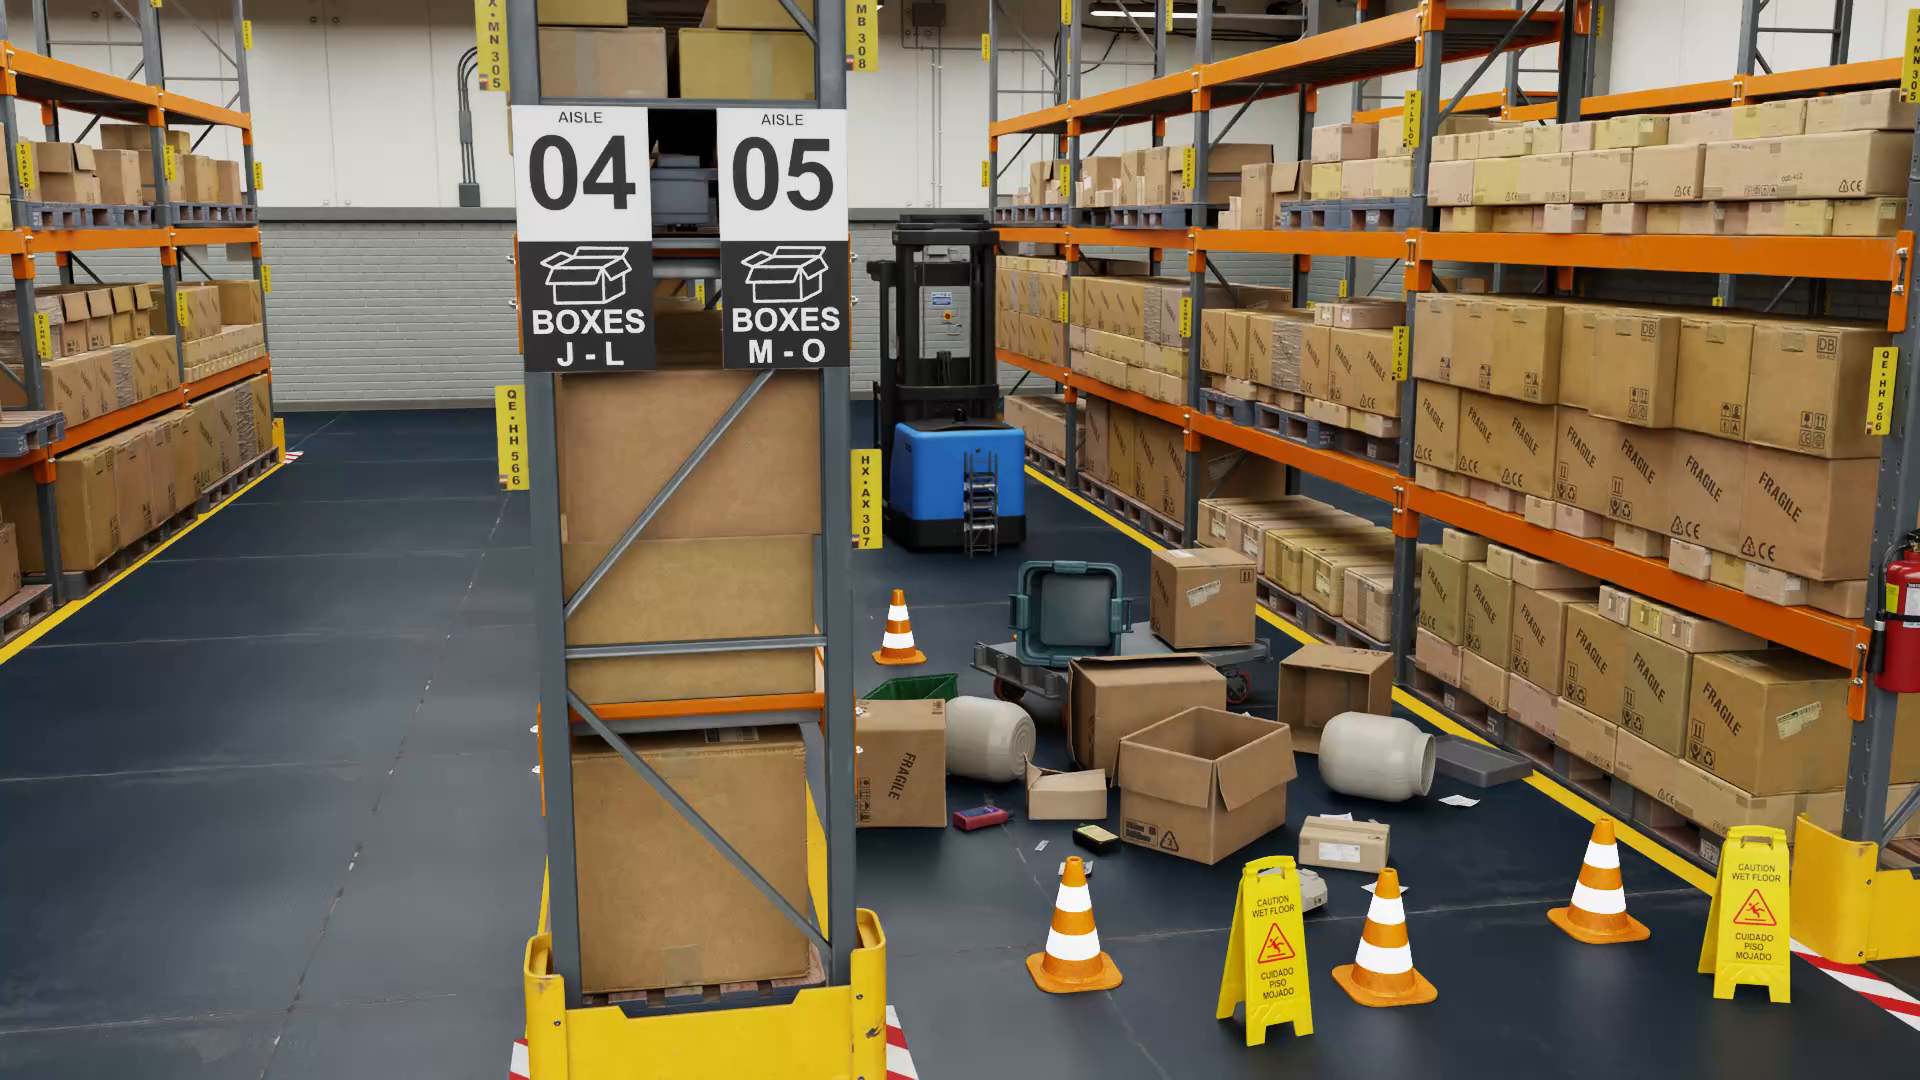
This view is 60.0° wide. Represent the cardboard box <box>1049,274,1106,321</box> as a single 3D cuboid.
[{"bbox_3d":[1.290,-2.665,18.289,0.500,0.500,0.500,-2,11,-11],"label":"cardboard box"}]

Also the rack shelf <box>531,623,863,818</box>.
[{"bbox_3d":[-1.238,0.338,7.378,1.077,0.370,4.000,-2,11,-11],"label":"rack shelf"}]

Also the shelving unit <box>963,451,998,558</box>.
[{"bbox_3d":[0.180,-0.310,14.473,0.258,0.900,0.210,-3,11,-14],"label":"shelving unit"}]

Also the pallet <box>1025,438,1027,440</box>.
[{"bbox_3d":[1.107,-1.268,21.350,1.003,0.211,1.213,-2,11,-11],"label":"pallet"}]

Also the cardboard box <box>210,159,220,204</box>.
[{"bbox_3d":[-8.701,-3.999,18.557,0.700,0.500,0.500,-3,11,-13],"label":"cardboard box"}]

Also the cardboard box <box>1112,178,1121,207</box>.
[{"bbox_3d":[1.665,-3.314,15.856,0.396,0.266,0.258,-1,11,-6],"label":"cardboard box"}]

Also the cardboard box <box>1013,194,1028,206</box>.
[{"bbox_3d":[0.861,-4.180,20.447,0.380,0.149,0.250,-2,11,-9],"label":"cardboard box"}]

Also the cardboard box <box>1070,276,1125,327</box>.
[{"bbox_3d":[1.456,-2.498,17.409,0.500,0.500,0.500,-2,11,-10],"label":"cardboard box"}]

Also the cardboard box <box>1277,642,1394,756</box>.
[{"bbox_3d":[2.082,0.891,9.222,0.500,0.500,0.500,6,12,28],"label":"cardboard box"}]

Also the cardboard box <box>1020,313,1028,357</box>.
[{"bbox_3d":[1.007,-2.456,19.863,0.500,0.500,0.500,-2,11,-9],"label":"cardboard box"}]

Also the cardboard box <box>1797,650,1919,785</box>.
[{"bbox_3d":[4.096,0.766,7.428,0.500,0.500,0.500,-3,11,-13],"label":"cardboard box"}]

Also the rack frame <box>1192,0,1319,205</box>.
[{"bbox_3d":[2.431,-4.262,13.575,1.000,3.000,0.127,-2,11,-11],"label":"rack frame"}]

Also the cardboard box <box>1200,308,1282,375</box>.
[{"bbox_3d":[2.291,-1.625,13.582,0.500,0.500,0.500,-2,11,-13],"label":"cardboard box"}]

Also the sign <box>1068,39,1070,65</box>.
[{"bbox_3d":[1.410,-6.244,21.279,0.100,0.325,0.005,-2,11,-11],"label":"sign"}]

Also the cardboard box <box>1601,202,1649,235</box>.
[{"bbox_3d":[3.300,-1.533,7.932,0.380,0.149,0.250,-2,11,-12],"label":"cardboard box"}]

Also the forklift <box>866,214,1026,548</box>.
[{"bbox_3d":[-0.266,-1.600,15.820,1.130,2.935,3.031,-3,11,-14],"label":"forklift"}]

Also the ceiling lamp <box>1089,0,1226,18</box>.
[{"bbox_3d":[2.938,-9.185,23.828,2.000,3.185,0.800,-2,11,-11],"label":"ceiling lamp"}]

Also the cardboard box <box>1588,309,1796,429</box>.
[{"bbox_3d":[3.382,-0.803,7.708,0.700,0.500,0.500,-2,11,-12],"label":"cardboard box"}]

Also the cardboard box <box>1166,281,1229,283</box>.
[{"bbox_3d":[2.288,-2.233,16.020,0.500,0.500,0.500,-2,11,-10],"label":"cardboard box"}]

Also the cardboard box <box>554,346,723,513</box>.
[{"bbox_3d":[-1.081,-0.420,6.146,0.875,0.550,0.550,-2,11,-11],"label":"cardboard box"}]

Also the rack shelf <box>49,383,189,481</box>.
[{"bbox_3d":[-7.679,-0.968,14.237,1.077,0.370,4.000,-2,11,-11],"label":"rack shelf"}]

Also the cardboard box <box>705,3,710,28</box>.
[{"bbox_3d":[-0.700,-1.812,5.874,0.380,0.149,0.250,-2,11,-12],"label":"cardboard box"}]

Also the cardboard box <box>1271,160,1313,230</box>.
[{"bbox_3d":[2.755,-2.560,12.381,0.797,0.503,0.637,-2,11,-11],"label":"cardboard box"}]

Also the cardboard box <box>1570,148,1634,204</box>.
[{"bbox_3d":[3.320,-1.757,8.044,0.500,0.250,0.500,-2,11,-10],"label":"cardboard box"}]

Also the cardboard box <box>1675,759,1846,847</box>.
[{"bbox_3d":[3.561,1.154,7.395,0.500,0.250,0.500,-2,11,-11],"label":"cardboard box"}]

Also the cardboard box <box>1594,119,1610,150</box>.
[{"bbox_3d":[3.333,-1.971,8.102,0.380,0.149,0.250,-2,11,-10],"label":"cardboard box"}]

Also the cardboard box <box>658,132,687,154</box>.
[{"bbox_3d":[-1.280,-2.103,8.470,0.500,0.250,0.500,-2,11,-12],"label":"cardboard box"}]

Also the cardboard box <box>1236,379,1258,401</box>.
[{"bbox_3d":[2.375,-1.175,12.951,0.380,0.149,0.250,-2,11,-11],"label":"cardboard box"}]

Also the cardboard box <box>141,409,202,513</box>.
[{"bbox_3d":[-7.924,-0.734,15.643,1.225,0.875,0.875,-2,11,-11],"label":"cardboard box"}]

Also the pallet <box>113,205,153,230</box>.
[{"bbox_3d":[-7.841,-2.901,14.960,0.805,0.209,1.217,-3,11,-13],"label":"pallet"}]

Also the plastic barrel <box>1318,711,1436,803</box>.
[{"bbox_3d":[2.100,1.094,8.369,0.512,0.421,0.421,6,12,28],"label":"plastic barrel"}]

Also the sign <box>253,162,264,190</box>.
[{"bbox_3d":[-8.311,-4.309,19.686,0.100,0.325,0.005,-2,11,-11],"label":"sign"}]

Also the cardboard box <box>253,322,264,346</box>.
[{"bbox_3d":[-8.492,-2.415,19.521,0.500,0.250,0.500,-2,11,-12],"label":"cardboard box"}]

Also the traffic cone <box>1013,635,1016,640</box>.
[{"bbox_3d":[0.557,0.472,11.534,0.336,0.463,0.334,-2,11,-11],"label":"traffic cone"}]

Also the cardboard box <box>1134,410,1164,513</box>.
[{"bbox_3d":[2.208,-0.771,15.837,0.875,0.875,0.875,-2,11,-10],"label":"cardboard box"}]

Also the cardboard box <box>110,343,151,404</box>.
[{"bbox_3d":[-7.511,-1.475,14.709,0.500,0.500,0.500,-2,11,-12],"label":"cardboard box"}]

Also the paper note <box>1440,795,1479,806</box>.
[{"bbox_3d":[2.502,1.302,8.329,0.142,0.019,0.148,-6,13,-31],"label":"paper note"}]

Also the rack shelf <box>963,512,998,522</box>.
[{"bbox_3d":[0.180,-0.189,14.496,0.258,0.077,0.200,-3,11,-14],"label":"rack shelf"}]

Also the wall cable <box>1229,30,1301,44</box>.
[{"bbox_3d":[5.901,-9.724,27.399,2.988,3.039,0.133,-2,11,-11],"label":"wall cable"}]

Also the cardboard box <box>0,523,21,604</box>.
[{"bbox_3d":[-7.140,0.180,11.793,0.700,0.500,0.500,-3,11,-14],"label":"cardboard box"}]

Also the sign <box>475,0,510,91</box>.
[{"bbox_3d":[-1.384,-1.501,4.938,0.100,0.325,0.005,-2,11,-11],"label":"sign"}]

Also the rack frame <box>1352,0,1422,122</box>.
[{"bbox_3d":[5.743,-5.910,22.236,1.000,3.000,0.127,-2,11,-11],"label":"rack frame"}]

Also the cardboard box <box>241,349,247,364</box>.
[{"bbox_3d":[-8.254,-2.058,18.711,0.380,0.149,0.250,-2,11,-12],"label":"cardboard box"}]

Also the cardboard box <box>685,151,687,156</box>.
[{"bbox_3d":[-1.194,-1.887,8.400,0.380,0.149,0.250,-2,11,-10],"label":"cardboard box"}]

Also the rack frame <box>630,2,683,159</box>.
[{"bbox_3d":[-1.627,-3.330,8.677,1.000,3.000,0.127,-2,11,-11],"label":"rack frame"}]

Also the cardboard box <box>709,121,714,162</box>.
[{"bbox_3d":[-0.700,-1.422,5.957,0.380,0.149,0.250,-2,11,-11],"label":"cardboard box"}]

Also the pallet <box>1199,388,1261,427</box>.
[{"bbox_3d":[2.674,-1.094,13.487,1.213,0.211,1.003,-2,11,-11],"label":"pallet"}]

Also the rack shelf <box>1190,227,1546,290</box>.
[{"bbox_3d":[2.820,-2.068,11.995,1.077,0.370,4.000,-2,11,-11],"label":"rack shelf"}]

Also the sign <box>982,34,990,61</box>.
[{"bbox_3d":[0.329,-6.247,21.082,0.100,0.325,0.005,-2,11,-11],"label":"sign"}]

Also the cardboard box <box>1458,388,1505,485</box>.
[{"bbox_3d":[3.141,-0.594,9.288,0.500,0.500,0.500,-2,11,-11],"label":"cardboard box"}]

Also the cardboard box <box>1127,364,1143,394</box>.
[{"bbox_3d":[1.881,-1.511,15.565,0.500,0.250,0.500,-2,11,-12],"label":"cardboard box"}]

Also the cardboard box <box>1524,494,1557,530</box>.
[{"bbox_3d":[3.195,-0.153,8.706,0.380,0.149,0.250,-2,11,-11],"label":"cardboard box"}]

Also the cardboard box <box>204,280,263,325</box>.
[{"bbox_3d":[-8.494,-2.783,19.448,0.500,0.500,0.500,-2,11,-10],"label":"cardboard box"}]

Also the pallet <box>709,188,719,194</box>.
[{"bbox_3d":[-1.245,-1.439,7.003,1.003,0.211,1.213,-2,11,-11],"label":"pallet"}]

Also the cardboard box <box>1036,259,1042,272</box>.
[{"bbox_3d":[1.094,-3.189,19.307,0.380,0.149,0.250,-2,11,-12],"label":"cardboard box"}]
